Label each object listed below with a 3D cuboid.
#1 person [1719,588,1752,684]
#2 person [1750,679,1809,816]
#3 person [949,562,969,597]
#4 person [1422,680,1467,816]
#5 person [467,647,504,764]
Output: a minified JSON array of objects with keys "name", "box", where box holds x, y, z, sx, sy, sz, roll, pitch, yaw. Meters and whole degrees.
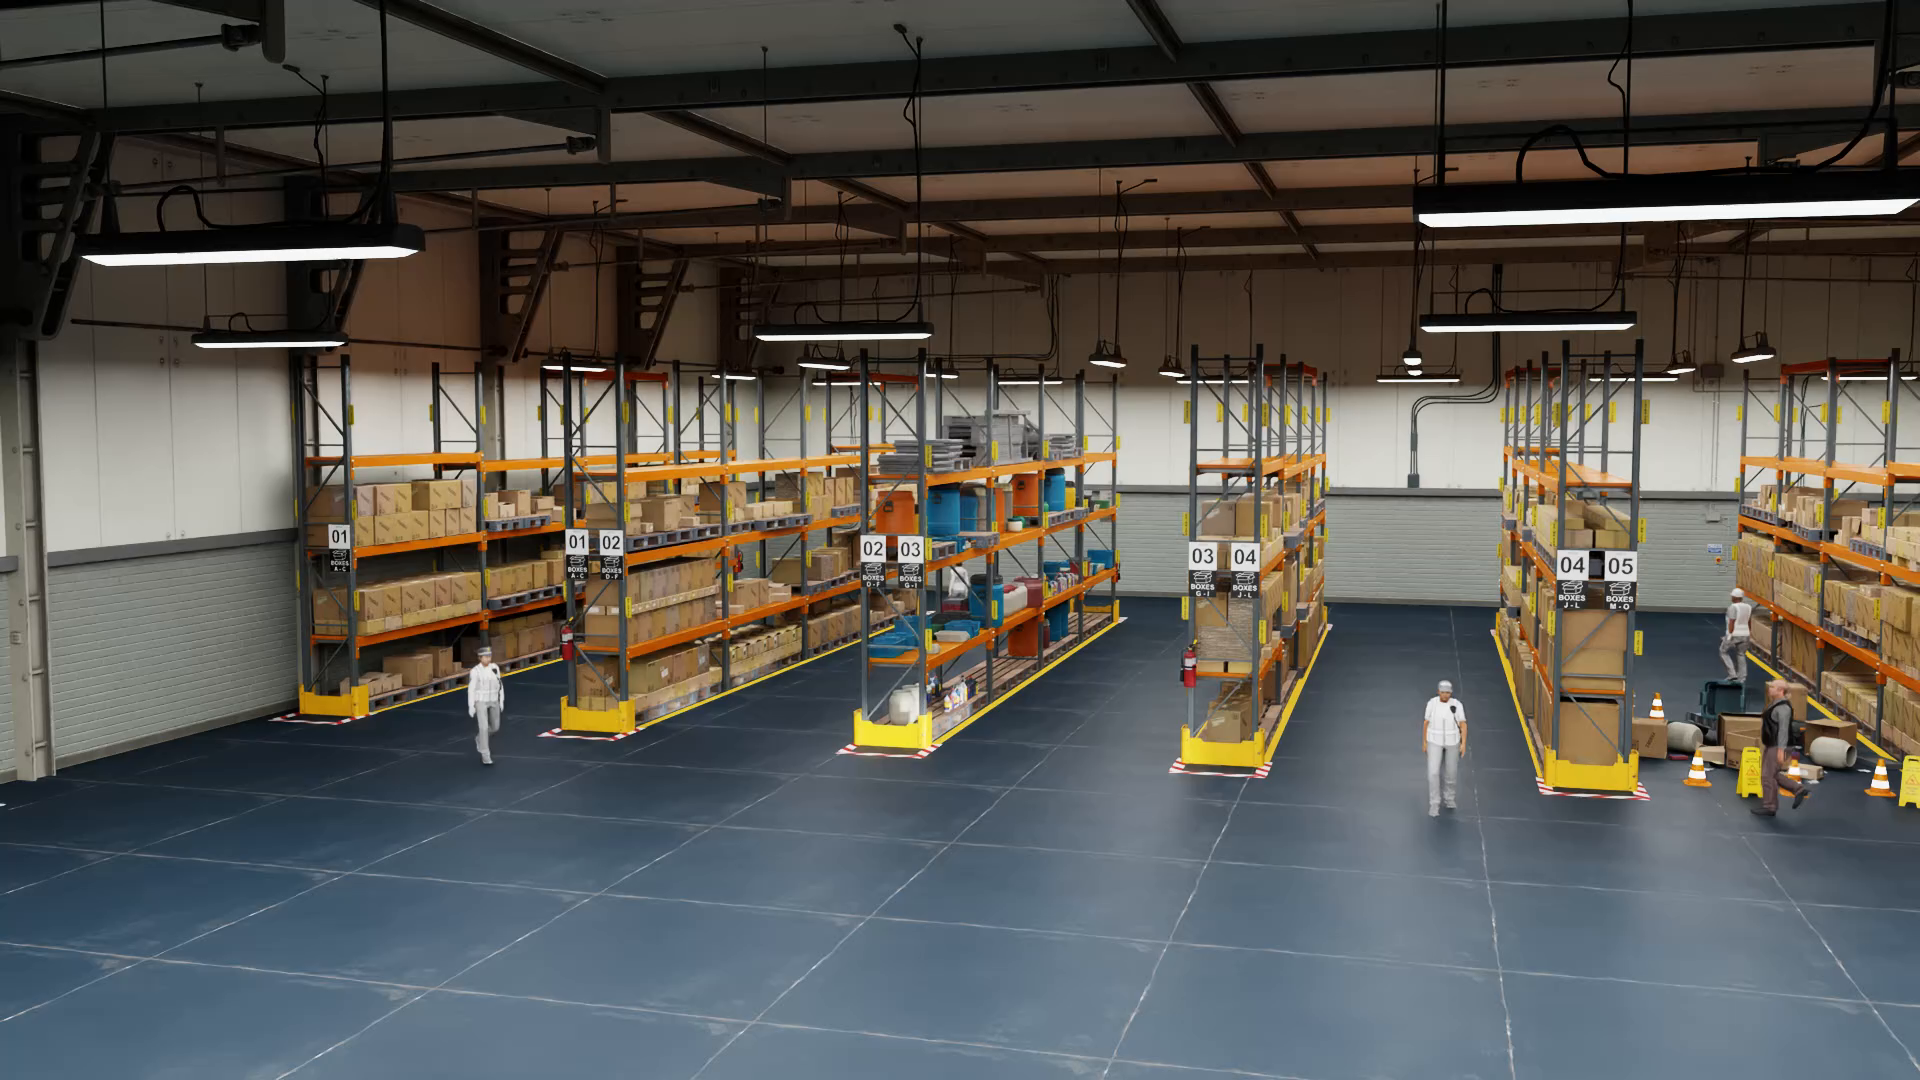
[{"name":"person","box":[14.458,1.786,30.936,0.589,1.772,0.431,-1,4,-15]},{"name":"person","box":[10.238,2.584,20.703,0.709,1.708,0.541,1,4,14]},{"name":"person","box":[-0.032,1.258,39.084,0.527,1.741,0.405,-2,5,-26]},{"name":"person","box":[6.128,2.606,21.031,0.534,1.685,0.652,1,4,15]},{"name":"person","box":[-6.873,2.355,24.103,0.535,1.655,0.771,-4,6,-40]}]
